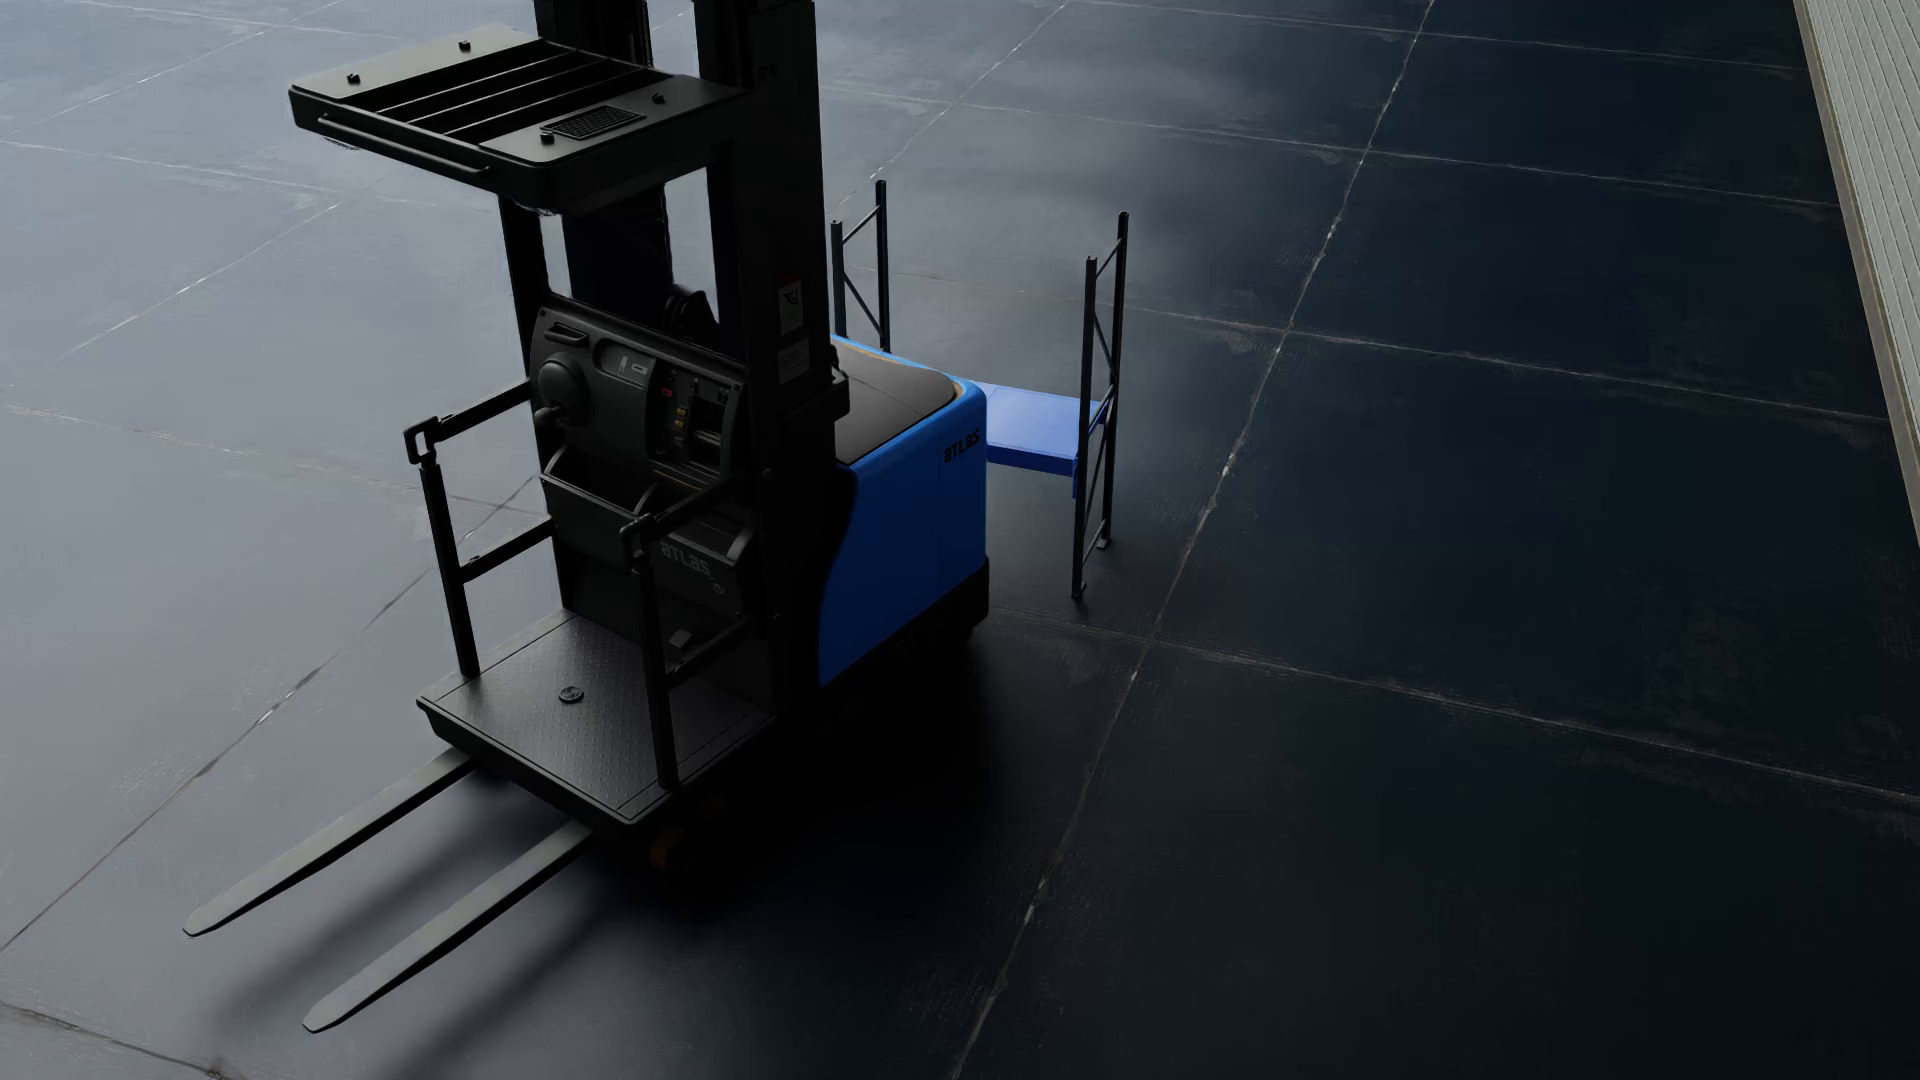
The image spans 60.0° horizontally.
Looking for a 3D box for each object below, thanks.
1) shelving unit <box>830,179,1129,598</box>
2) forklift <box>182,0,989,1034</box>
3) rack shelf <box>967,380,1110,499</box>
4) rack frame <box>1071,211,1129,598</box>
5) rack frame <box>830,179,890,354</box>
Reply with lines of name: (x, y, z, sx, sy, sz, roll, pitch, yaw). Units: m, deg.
shelving unit: (0.080, -0.614, 6.819, 1.048, 1.500, 0.538, 11, 34, 16)
forklift: (-1.174, -0.417, 5.194, 1.130, 2.935, 3.031, 22, 39, 30)
rack shelf: (0.080, -0.463, 6.917, 1.000, 0.185, 0.538, 11, 34, 16)
rack frame: (0.559, -0.521, 6.675, 0.032, 1.500, 0.500, 11, 34, 16)
rack frame: (-0.398, -0.708, 6.963, 0.032, 1.500, 0.500, 11, 34, 16)
